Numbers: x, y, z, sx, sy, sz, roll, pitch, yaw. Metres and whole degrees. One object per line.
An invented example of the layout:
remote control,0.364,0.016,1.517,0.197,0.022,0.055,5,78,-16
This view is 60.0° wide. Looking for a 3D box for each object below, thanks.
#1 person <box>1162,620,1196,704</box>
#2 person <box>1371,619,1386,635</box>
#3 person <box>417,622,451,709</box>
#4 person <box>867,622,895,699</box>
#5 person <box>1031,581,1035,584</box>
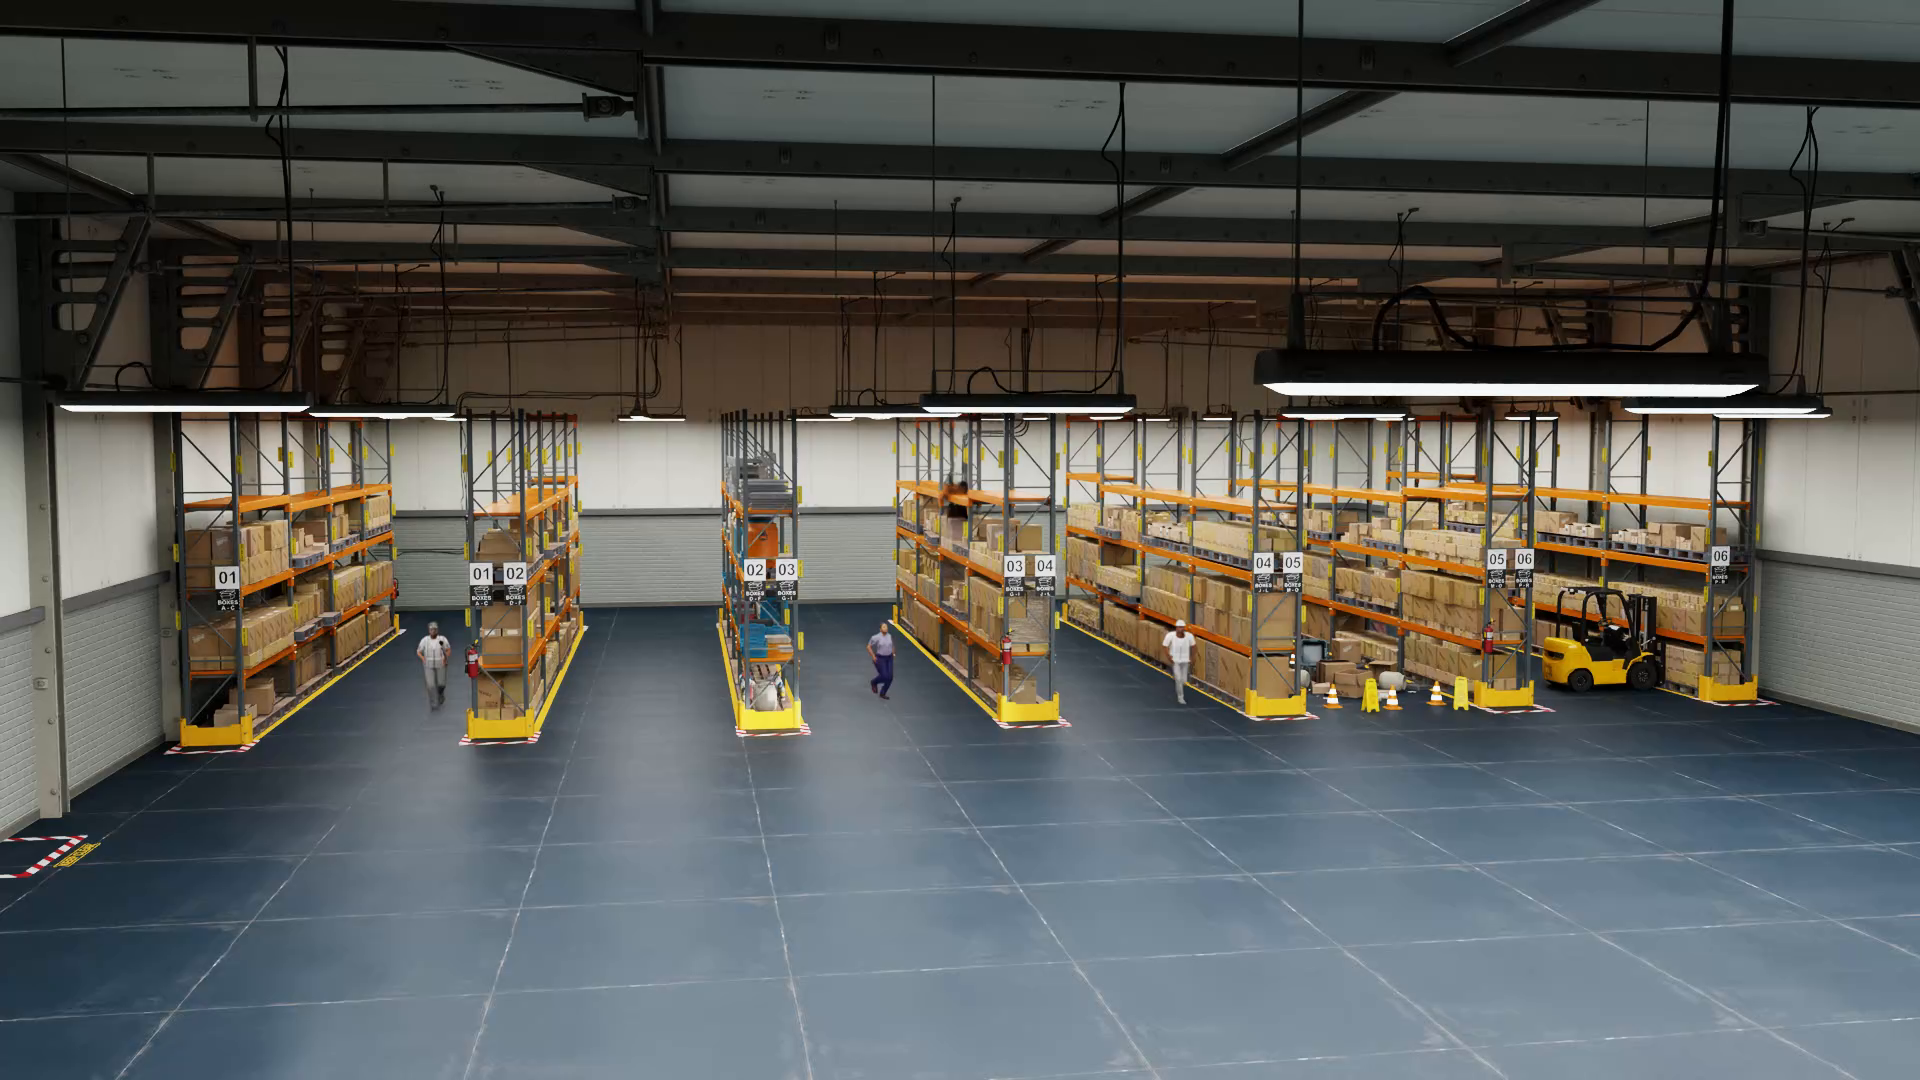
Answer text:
person,4.513,2.491,34.322,0.723,1.723,0.697,0,4,-4
person,11.020,1.864,43.547,0.587,1.627,0.599,-1,4,-8
person,-10.580,2.519,33.465,0.655,1.733,0.600,-1,4,-19
person,-1.589,2.516,34.636,0.611,1.604,0.547,-3,5,-36
person,2.007,1.553,48.458,0.562,1.580,0.798,2,5,31
